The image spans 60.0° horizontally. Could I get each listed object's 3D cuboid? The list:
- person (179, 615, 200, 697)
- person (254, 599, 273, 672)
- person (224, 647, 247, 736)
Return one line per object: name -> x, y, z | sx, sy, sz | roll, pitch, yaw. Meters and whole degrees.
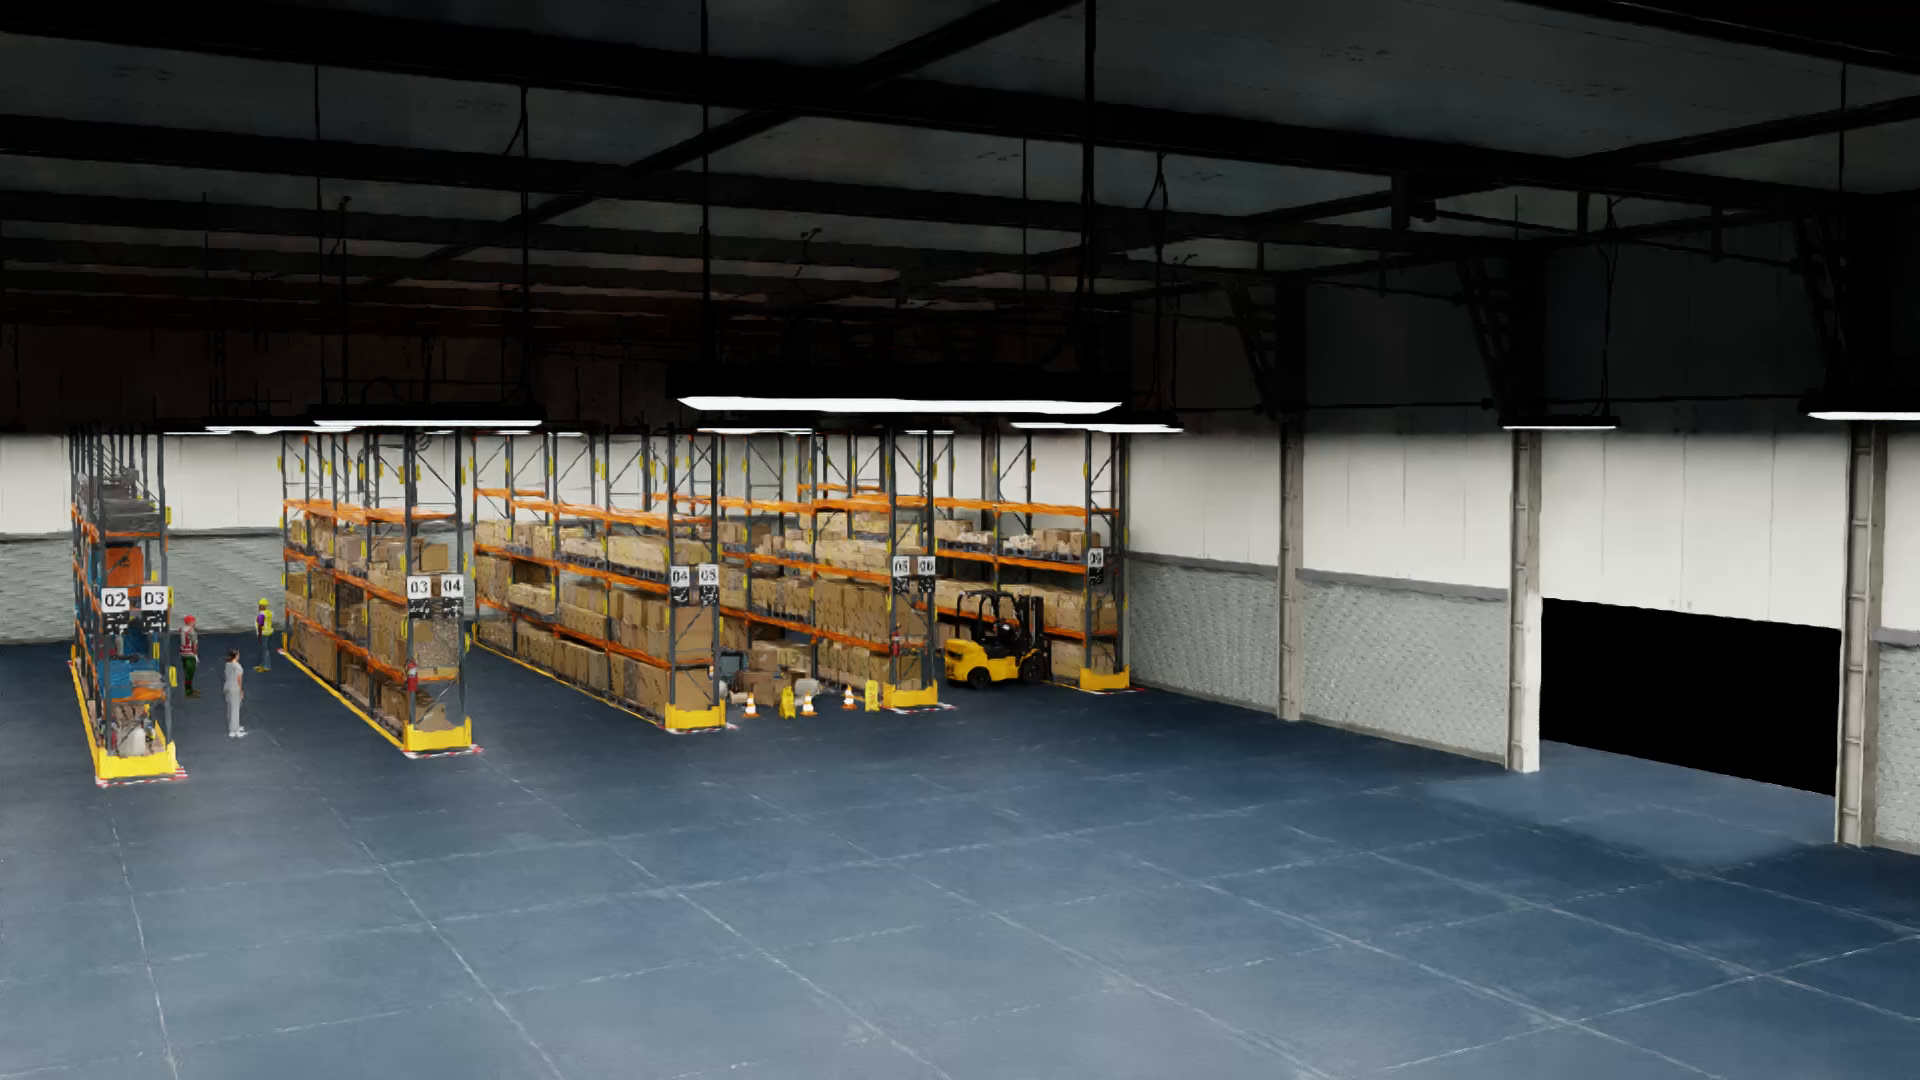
person -> -16.960, 2.540, 36.703 | 0.625, 1.794, 0.468 | 3, 5, 39
person -> -17.061, 2.315, 40.646 | 0.497, 1.765, 0.625 | 0, 4, 1
person -> -13.892, 2.896, 31.922 | 0.538, 1.679, 0.454 | 2, 4, 34
